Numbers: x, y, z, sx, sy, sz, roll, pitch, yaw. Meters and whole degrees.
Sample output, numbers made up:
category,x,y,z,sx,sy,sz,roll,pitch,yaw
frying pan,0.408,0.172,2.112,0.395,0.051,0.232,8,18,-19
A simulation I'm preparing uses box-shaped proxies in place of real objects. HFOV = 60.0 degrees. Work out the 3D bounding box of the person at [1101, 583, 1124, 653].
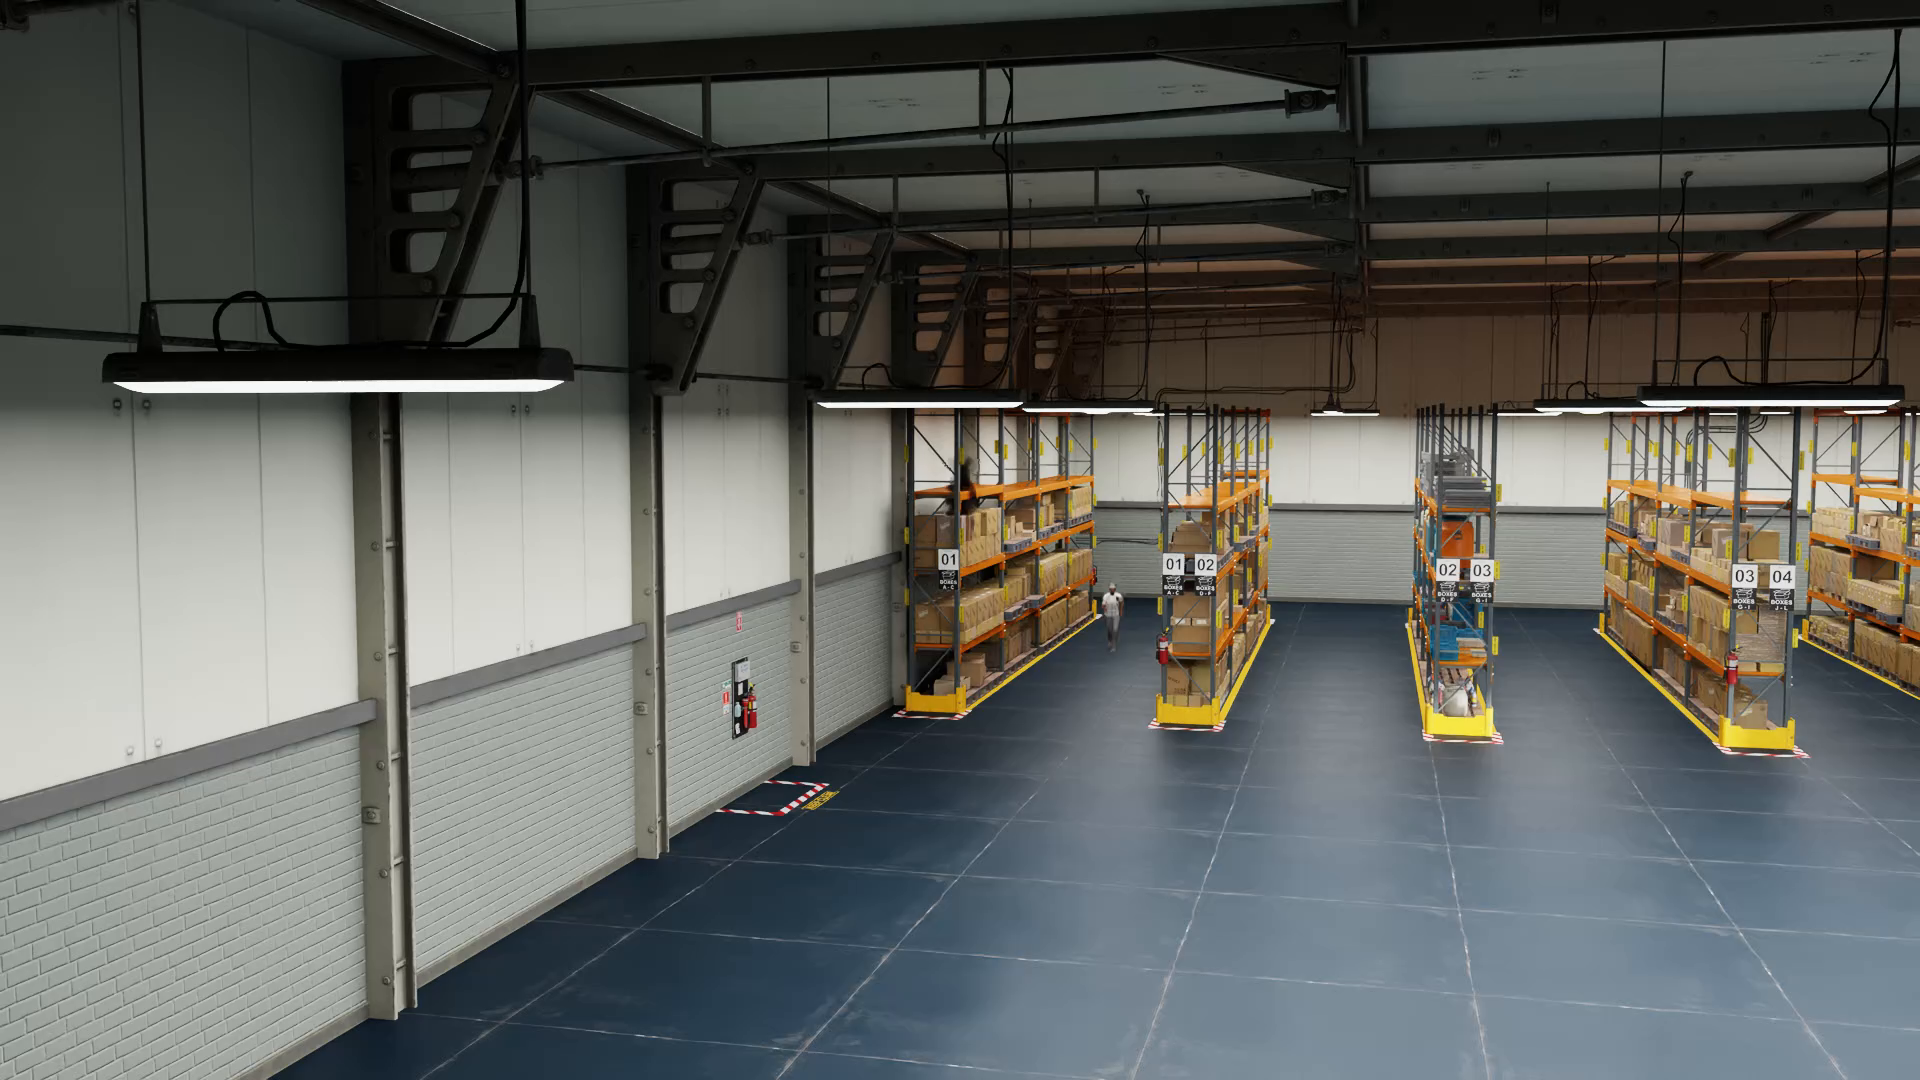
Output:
category,x,y,z,sx,sy,sz,roll,pitch,yaw
person,3.770,1.894,41.136,0.544,1.696,0.930,1,4,9
